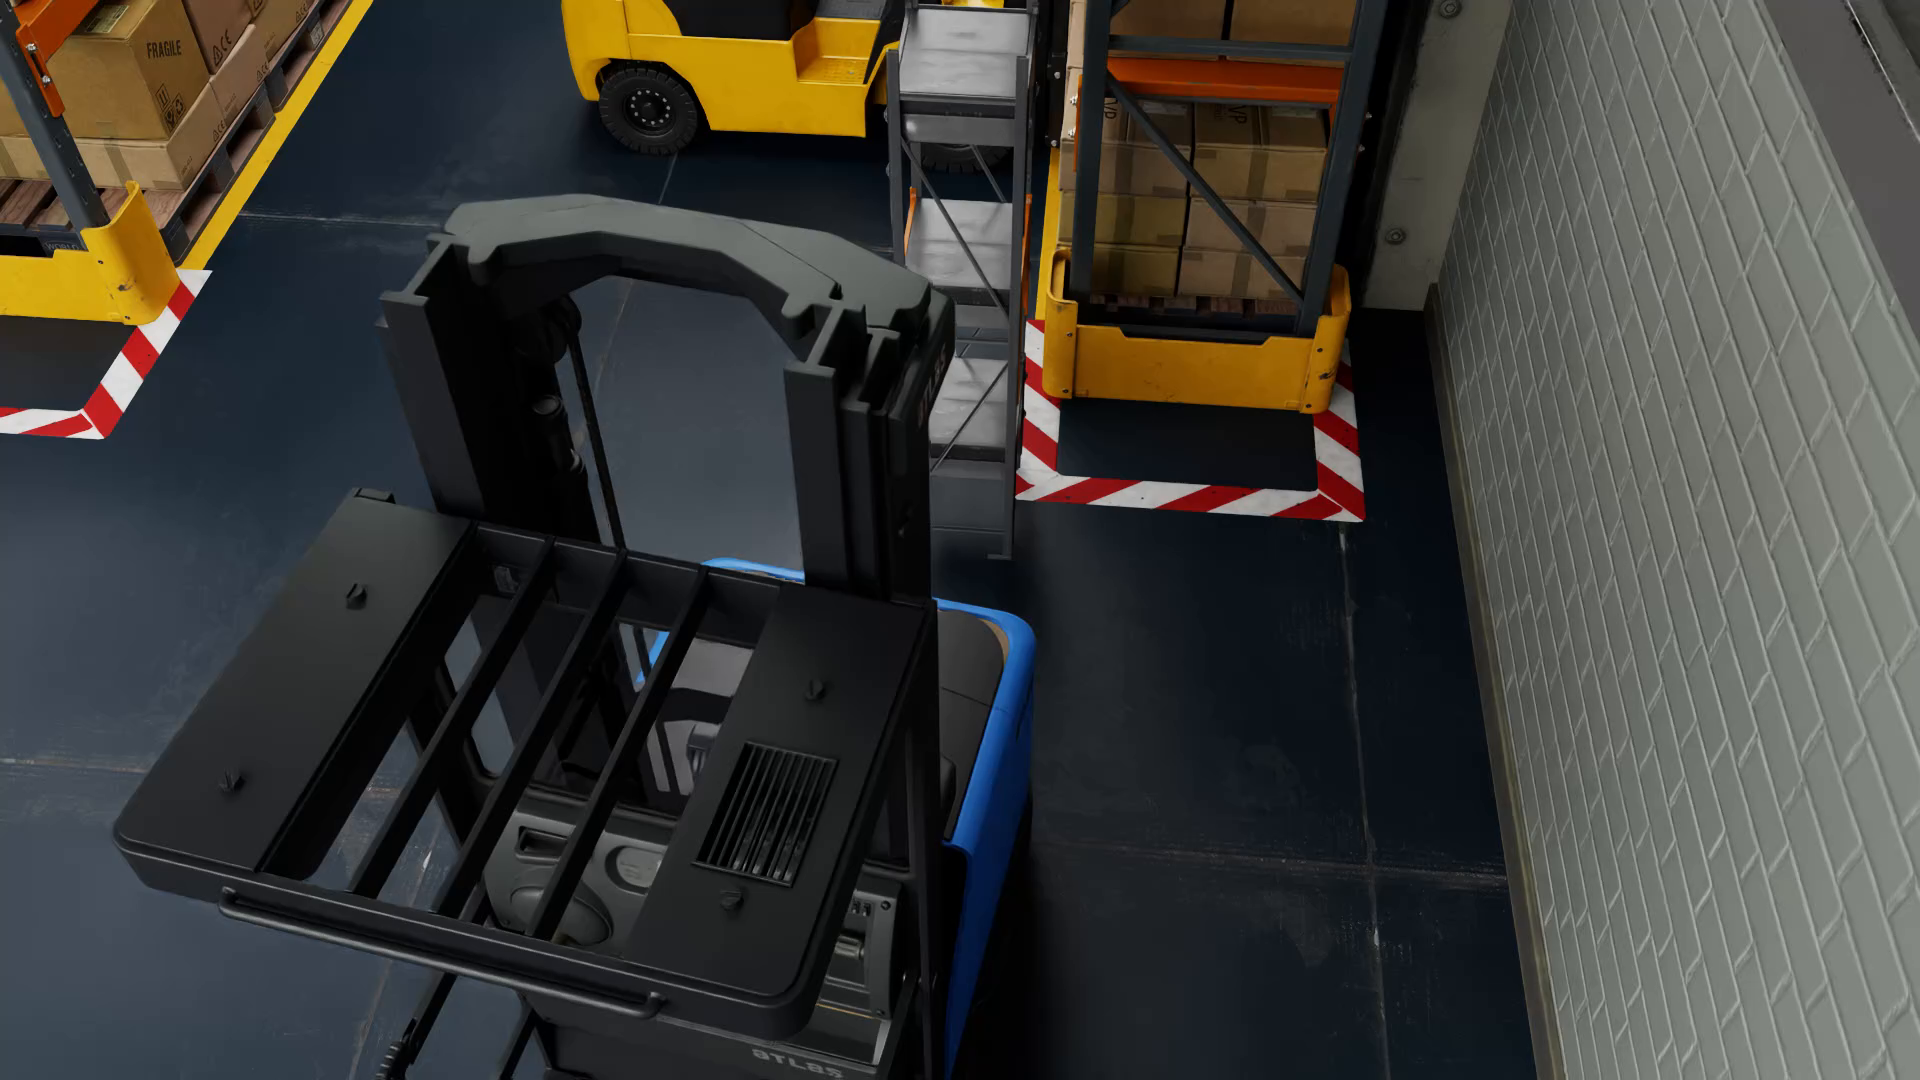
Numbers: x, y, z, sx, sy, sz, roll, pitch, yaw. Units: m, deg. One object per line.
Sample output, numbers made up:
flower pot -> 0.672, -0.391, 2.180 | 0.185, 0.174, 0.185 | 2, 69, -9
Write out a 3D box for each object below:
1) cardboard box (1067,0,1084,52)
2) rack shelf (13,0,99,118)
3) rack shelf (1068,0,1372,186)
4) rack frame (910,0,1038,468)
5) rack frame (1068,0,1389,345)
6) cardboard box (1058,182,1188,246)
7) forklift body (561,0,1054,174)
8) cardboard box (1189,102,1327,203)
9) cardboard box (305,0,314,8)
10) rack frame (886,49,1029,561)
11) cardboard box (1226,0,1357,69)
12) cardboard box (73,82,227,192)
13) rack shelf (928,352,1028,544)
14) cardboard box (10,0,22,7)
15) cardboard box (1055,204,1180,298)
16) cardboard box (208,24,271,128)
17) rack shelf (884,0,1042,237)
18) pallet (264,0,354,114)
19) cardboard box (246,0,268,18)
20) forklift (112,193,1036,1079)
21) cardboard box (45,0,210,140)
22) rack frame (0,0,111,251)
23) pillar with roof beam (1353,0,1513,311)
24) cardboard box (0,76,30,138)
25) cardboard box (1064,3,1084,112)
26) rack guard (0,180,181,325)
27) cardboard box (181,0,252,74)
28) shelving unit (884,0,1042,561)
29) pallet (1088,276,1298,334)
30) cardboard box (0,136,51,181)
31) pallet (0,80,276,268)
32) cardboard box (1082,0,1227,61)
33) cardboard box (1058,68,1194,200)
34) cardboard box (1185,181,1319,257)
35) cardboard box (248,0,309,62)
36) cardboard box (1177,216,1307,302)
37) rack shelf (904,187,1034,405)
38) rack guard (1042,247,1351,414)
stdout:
cardboard box -> 0.740, -2.359, 7.276 | 0.500, 0.250, 0.500 | 4, 48, 4
rack shelf -> -3.829, -3.260, 7.686 | 1.077, 0.370, 4.000 | 4, 48, 4
rack shelf -> 1.114, -2.929, 7.383 | 1.077, 0.370, 4.000 | 4, 48, 4
rack frame -> 0.037, -1.010, 5.750 | 0.400, 2.100, 0.015 | 4, 48, 4
rack frame -> 0.932, -1.702, 5.774 | 1.000, 3.000, 0.127 | 4, 48, 4
cardboard box -> 0.665, -1.463, 6.795 | 0.500, 0.250, 0.500 | 3, 48, 3
forklift body -> -0.712, -2.932, 7.474 | 2.313, 2.155, 1.214 | 4, 48, 4
cardboard box -> 1.164, -1.594, 6.576 | 0.500, 0.250, 0.500 | 3, 48, 3
cardboard box -> -3.523, -2.968, 8.511 | 0.500, 0.250, 0.500 | 5, 48, 4
rack frame -> -0.007, -0.651, 5.422 | 0.400, 2.100, 0.015 | 4, 48, 4
cardboard box -> 1.254, -2.081, 6.053 | 0.500, 0.500, 0.500 | 5, 48, 5
cardboard box -> -3.663, -1.821, 7.461 | 0.500, 0.250, 0.500 | 4, 48, 3
rack shelf -> 0.015, -0.349, 6.113 | 0.431, 0.518, 0.480 | 4, 48, 4
cardboard box -> -3.774, -2.184, 6.385 | 0.380, 0.149, 0.250 | 4, 48, 4
cardboard box -> 0.660, -1.282, 6.969 | 0.500, 0.250, 0.500 | 4, 48, 4
cardboard box -> -3.608, -2.195, 7.804 | 0.500, 0.250, 0.500 | 5, 48, 5
rack shelf -> 0.015, -1.293, 5.080 | 0.431, 0.518, 0.480 | 4, 48, 4
pallet -> -3.782, -2.636, 8.518 | 1.003, 0.211, 1.213 | 4, 48, 4
cardboard box -> -3.564, -2.844, 7.889 | 0.500, 0.500, 0.500 | 5, 48, 4
forklift -> -0.637, 0.913, 3.429 | 1.130, 2.935, 3.031 | 11, 48, 10
cardboard box -> -3.661, -2.091, 7.201 | 0.500, 0.500, 0.500 | 2, 48, 2
rack frame -> -4.011, -2.033, 6.077 | 1.000, 3.000, 0.127 | 4, 48, 4
pillar with roof beam -> -2.394, -4.467, 4.237 | 9.100, 9.000, 0.400 | 4, 48, 4
cardboard box -> -4.198, -2.106, 7.214 | 0.500, 0.500, 0.500 | 4, 48, 4
cardboard box -> 0.704, -1.988, 6.937 | 0.500, 0.250, 0.500 | 5, 48, 4
rack guard -> -4.005, -1.245, 7.050 | 1.175, 0.500, 0.348 | 4, 48, 4
cardboard box -> -3.618, -2.476, 7.552 | 0.500, 0.500, 0.500 | 2, 48, 2
shelving unit -> 0.015, -0.830, 5.586 | 0.431, 2.100, 0.503 | 4, 48, 4
pallet -> 0.960, -1.326, 7.319 | 1.003, 0.211, 1.213 | 4, 48, 4
cardboard box -> -4.204, -1.876, 7.512 | 0.500, 0.250, 0.500 | 4, 48, 3
pallet -> -3.895, -1.742, 7.700 | 1.003, 0.211, 1.213 | 4, 48, 4
cardboard box -> 0.715, -2.115, 6.084 | 0.500, 0.500, 0.500 | 3, 48, 3
cardboard box -> 0.663, -1.612, 6.593 | 0.500, 0.250, 0.500 | 5, 48, 5
cardboard box -> 1.182, -1.416, 6.752 | 0.500, 0.250, 0.500 | 5, 48, 4
cardboard box -> -3.571, -2.597, 8.172 | 0.500, 0.250, 0.500 | 7, 48, 6
cardboard box -> 1.171, -1.263, 6.952 | 0.500, 0.250, 0.500 | 4, 48, 4
rack shelf -> 0.015, -0.821, 5.596 | 0.431, 0.518, 0.480 | 4, 48, 4
rack guard -> 0.930, -0.841, 6.680 | 1.175, 0.500, 0.348 | 4, 48, 4
